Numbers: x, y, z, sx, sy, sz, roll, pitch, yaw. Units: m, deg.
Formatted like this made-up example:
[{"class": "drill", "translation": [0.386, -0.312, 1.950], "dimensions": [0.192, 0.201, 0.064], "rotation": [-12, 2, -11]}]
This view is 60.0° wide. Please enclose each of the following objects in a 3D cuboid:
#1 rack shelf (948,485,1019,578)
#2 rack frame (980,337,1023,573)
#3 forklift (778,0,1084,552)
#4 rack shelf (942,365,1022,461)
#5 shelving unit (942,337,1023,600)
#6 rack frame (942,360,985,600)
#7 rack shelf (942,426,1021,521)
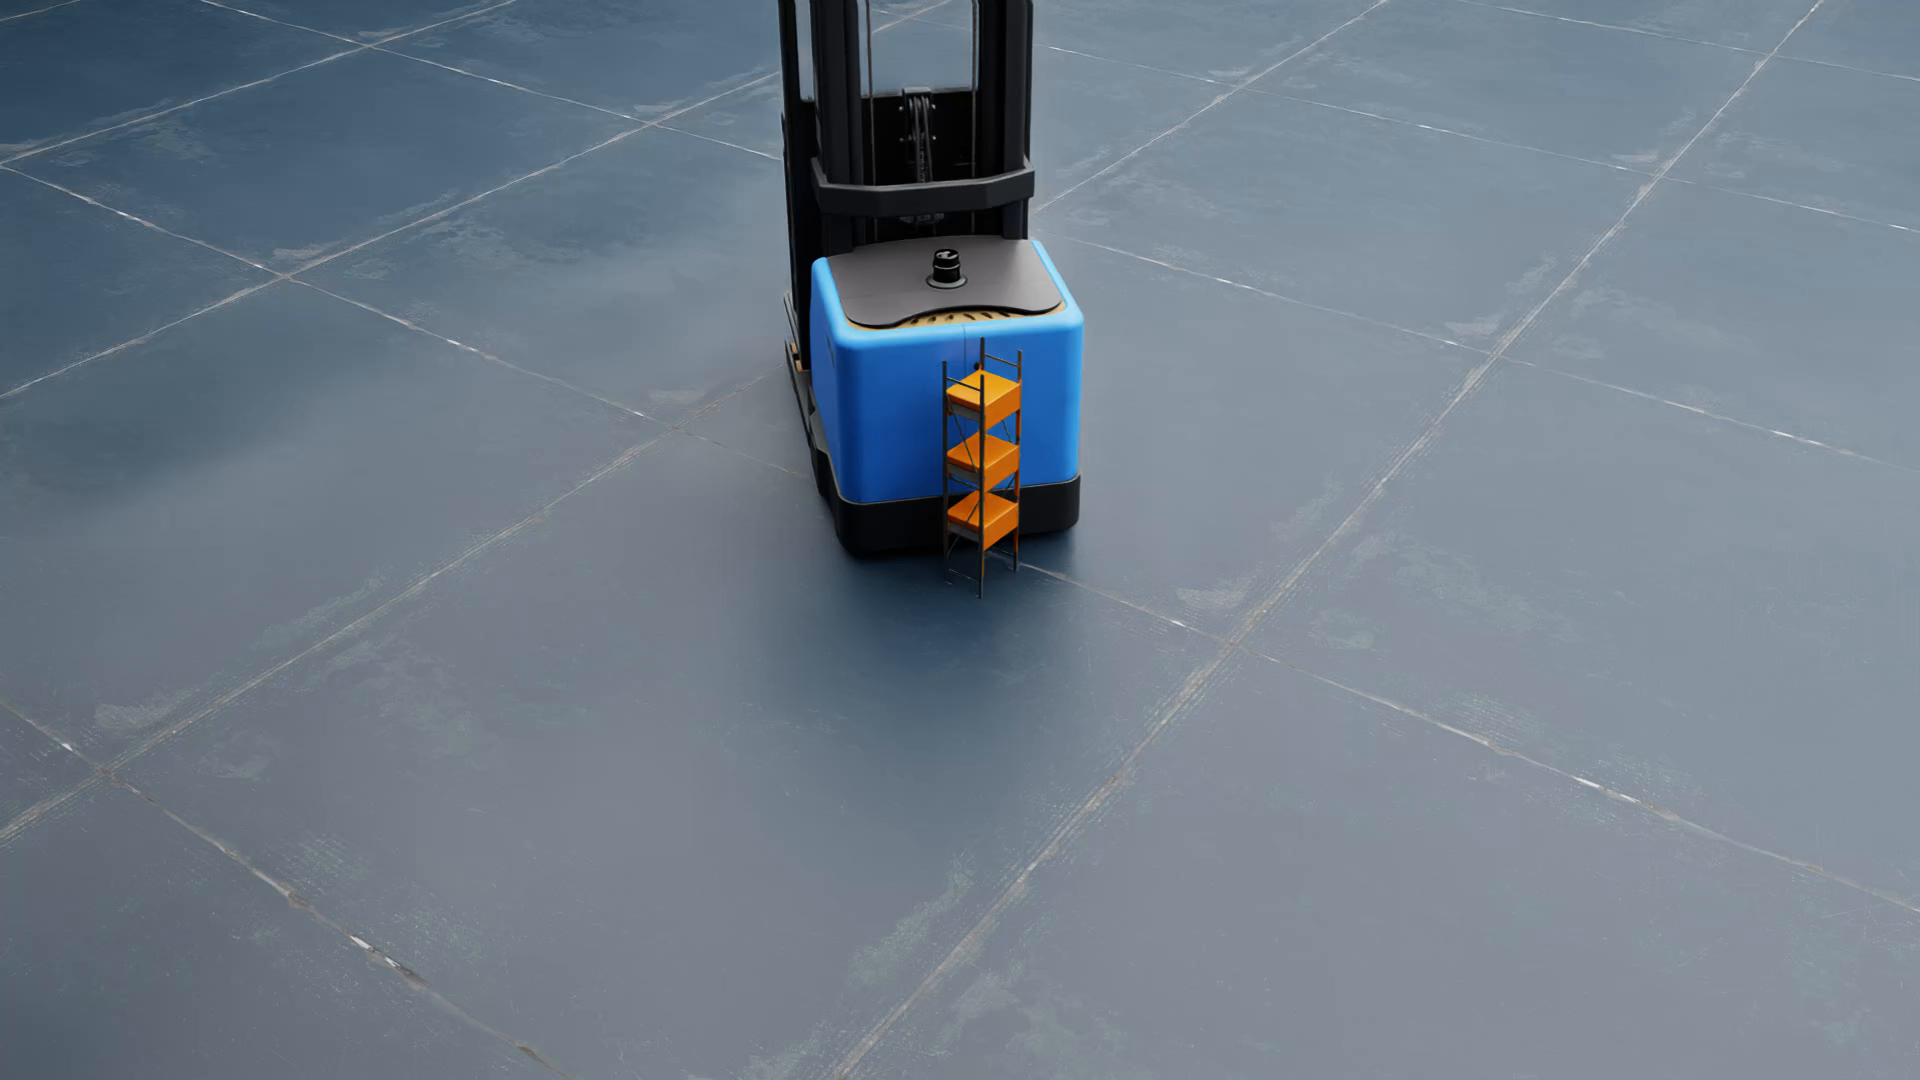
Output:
[{"class": "rack shelf", "translation": [0.087, -0.039, 6.885], "dimensions": [0.215, 0.259, 0.240], "rotation": [23, 40, 30]}, {"class": "rack frame", "translation": [0.162, -0.332, 6.804], "dimensions": [0.200, 1.050, 0.008], "rotation": [23, 40, 30]}, {"class": "forklift", "translation": [-0.277, -1.981, 7.563], "dimensions": [1.130, 2.935, 3.031], "rotation": [-6, 35, -9]}, {"class": "rack shelf", "translation": [0.087, -0.504, 6.570], "dimensions": [0.215, 0.259, 0.240], "rotation": [23, 40, 30]}, {"class": "shelving unit", "translation": [0.087, -0.278, 6.723], "dimensions": [0.215, 1.050, 0.252], "rotation": [23, 40, 30]}, {"class": "rack frame", "translation": [0.013, -0.223, 6.643], "dimensions": [0.200, 1.050, 0.008], "rotation": [23, 40, 30]}, {"class": "rack shelf", "translation": [0.087, -0.269, 6.729], "dimensions": [0.215, 0.259, 0.240], "rotation": [23, 40, 30]}]
